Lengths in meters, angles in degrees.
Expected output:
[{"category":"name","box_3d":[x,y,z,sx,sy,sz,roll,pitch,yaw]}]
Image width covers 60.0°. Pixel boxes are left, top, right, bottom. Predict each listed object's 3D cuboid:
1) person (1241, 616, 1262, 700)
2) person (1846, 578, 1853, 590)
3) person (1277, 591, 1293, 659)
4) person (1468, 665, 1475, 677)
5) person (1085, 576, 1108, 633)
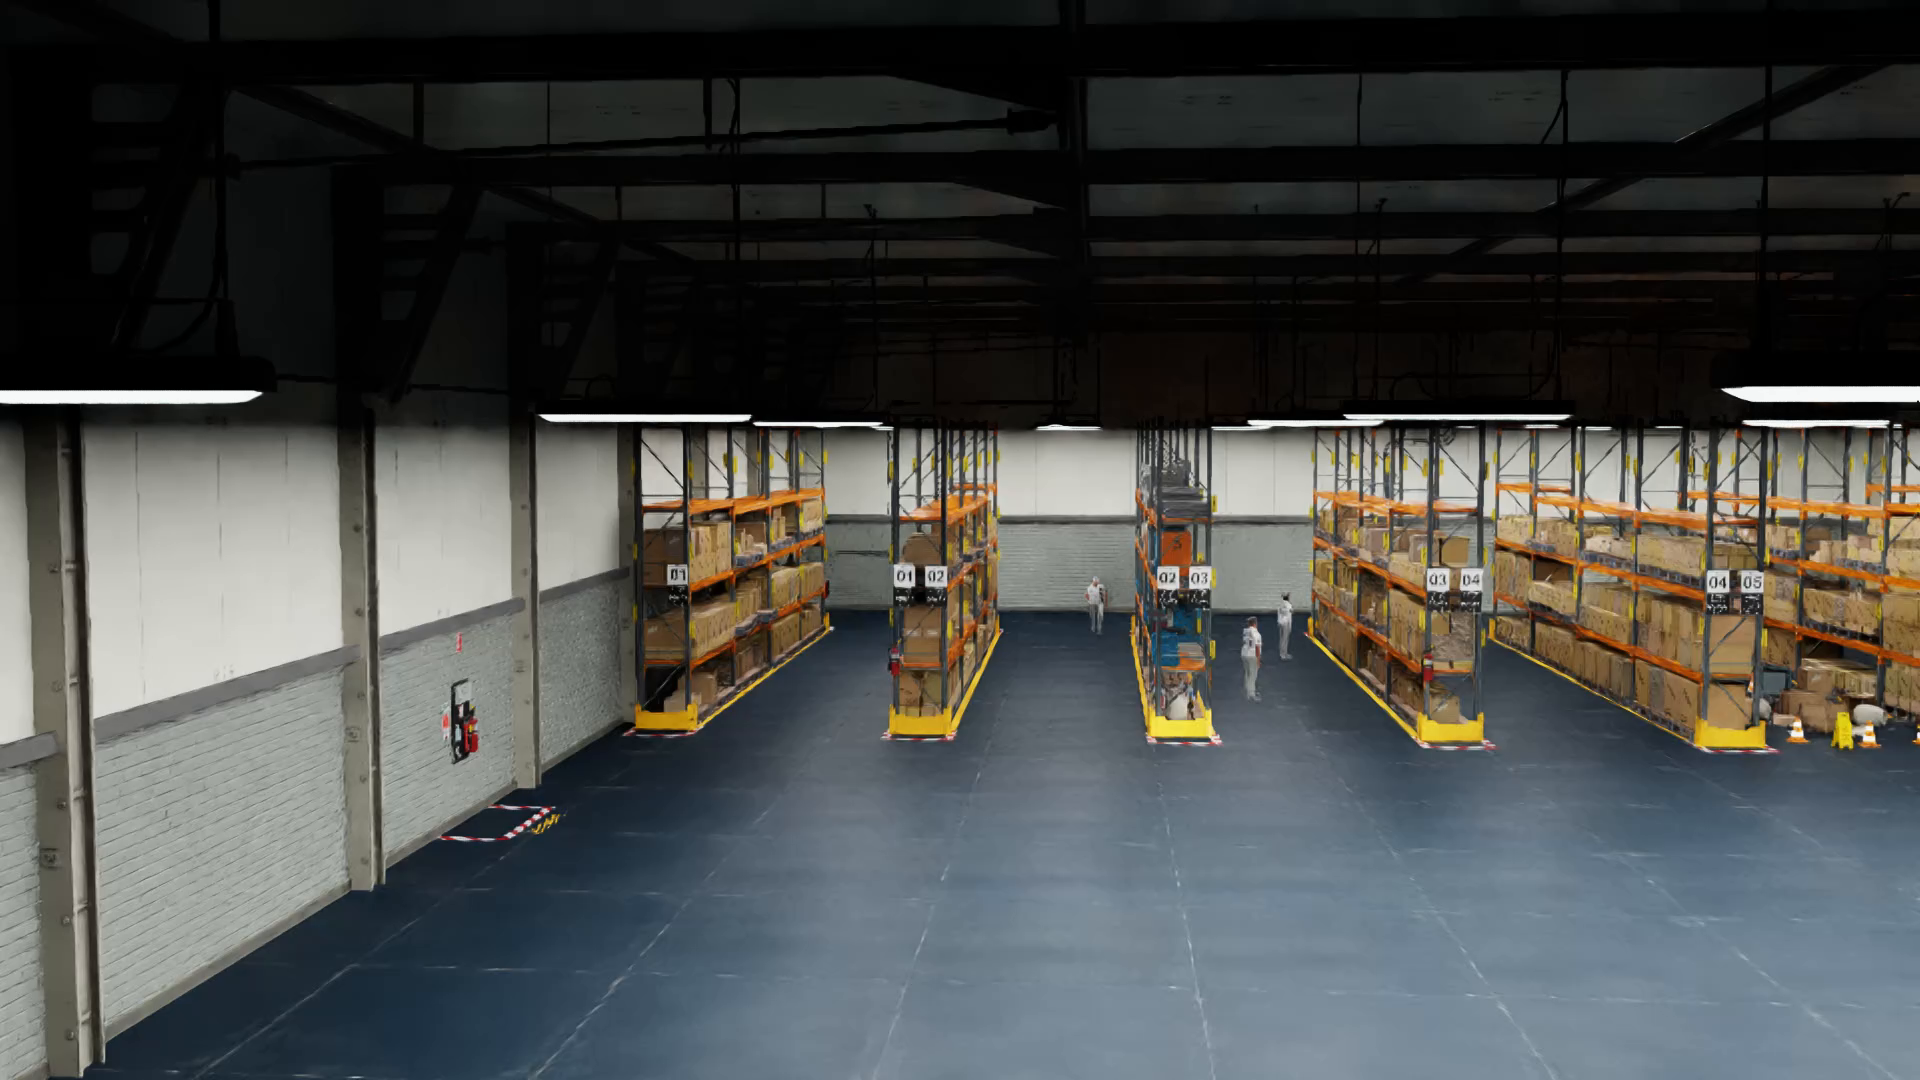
[{"category":"person","box_3d":[6.285,2.505,35.602,0.492,1.767,0.626,-1,4,-21]},{"category":"person","box_3d":[25.125,1.863,47.036,0.638,1.586,0.444,-1,4,-21]},{"category":"person","box_3d":[8.231,2.137,41.942,0.408,1.680,0.538,-2,4,-25]},{"category":"person","box_3d":[11.836,2.315,38.930,0.569,1.703,0.627,3,5,35]},{"category":"person","box_3d":[3.899,1.818,47.650,0.628,1.599,0.828,1,4,10]}]
